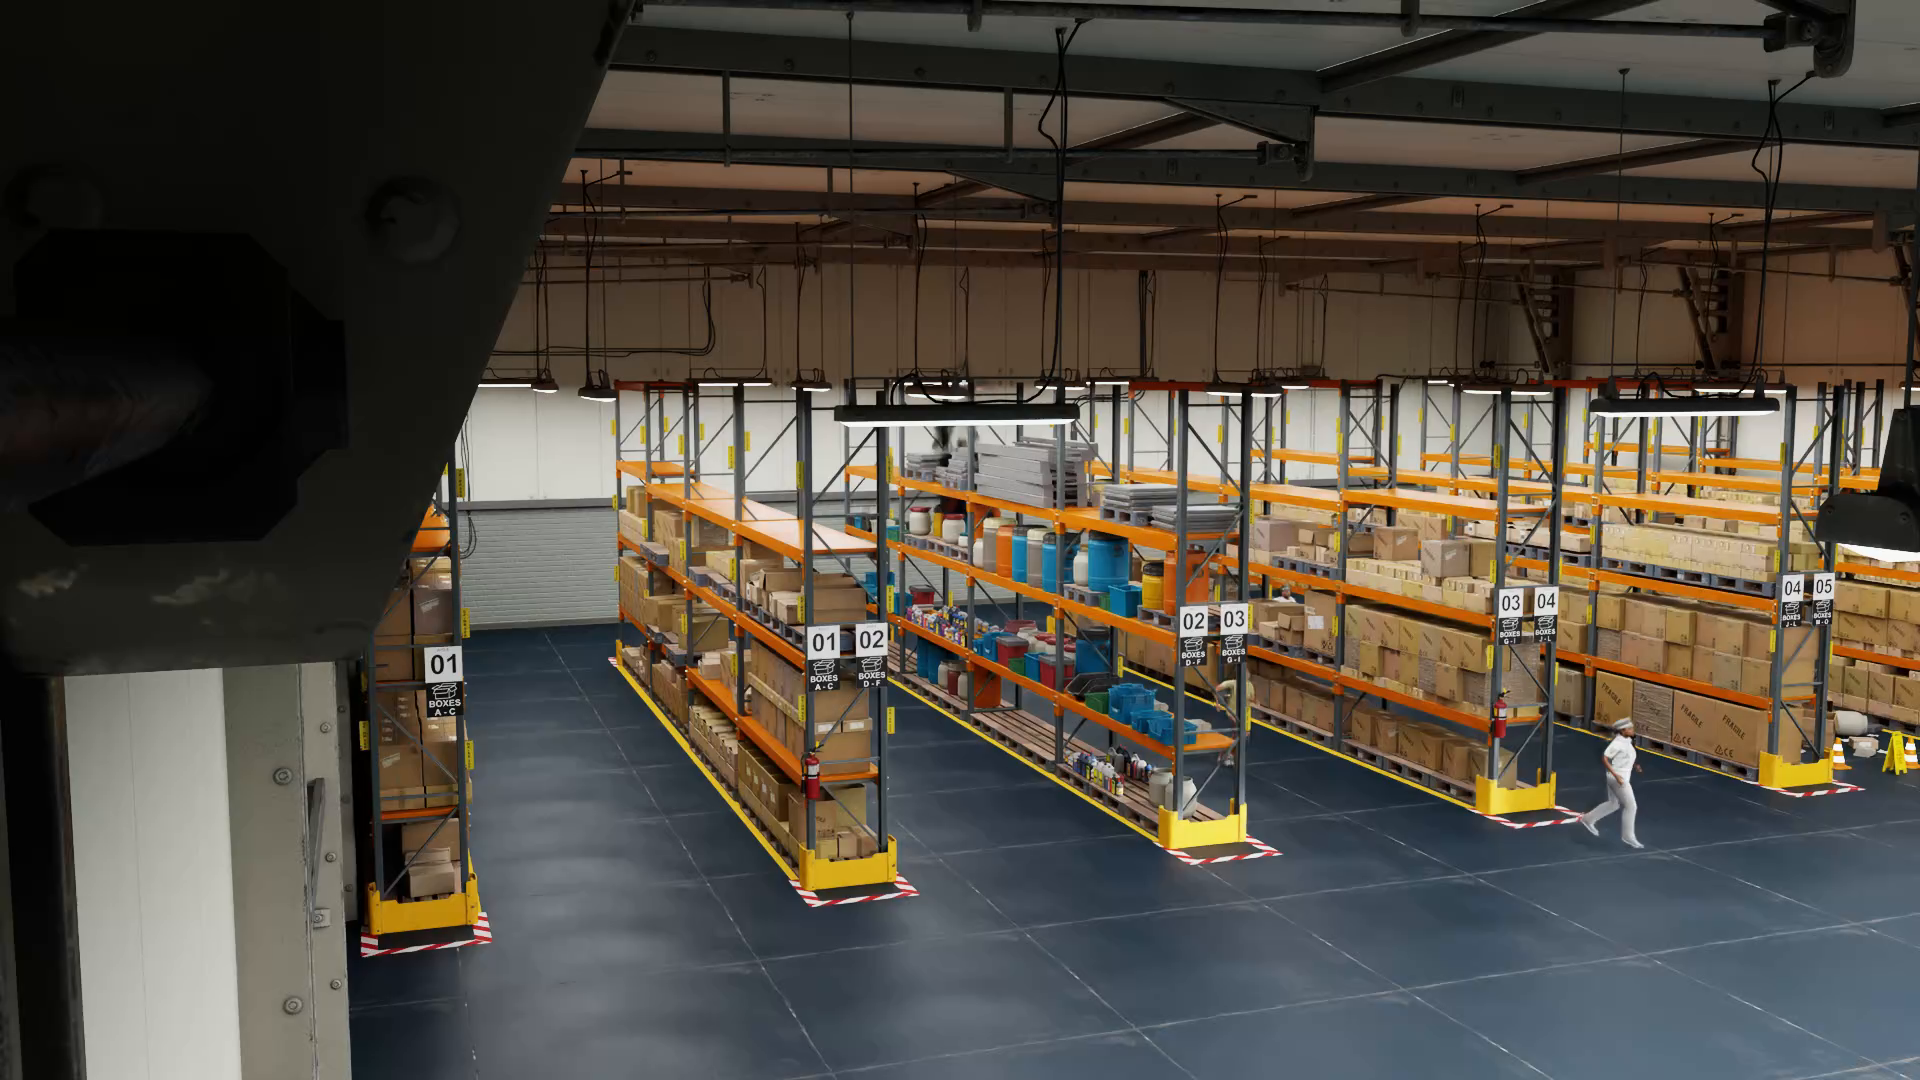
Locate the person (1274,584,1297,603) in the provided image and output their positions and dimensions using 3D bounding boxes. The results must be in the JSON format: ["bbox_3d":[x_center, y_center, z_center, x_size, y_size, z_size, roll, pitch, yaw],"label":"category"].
[{"bbox_3d":[6.734,1.794,34.403,0.656,1.796,0.954,-3,7,-24],"label":"person"}]

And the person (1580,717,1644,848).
[{"bbox_3d":[8.658,3.171,21.968,0.779,1.737,0.573,3,7,27],"label":"person"}]

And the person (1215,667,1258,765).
[{"bbox_3d":[4.354,2.754,26.039,0.613,1.616,0.718,-4,7,-34],"label":"person"}]
